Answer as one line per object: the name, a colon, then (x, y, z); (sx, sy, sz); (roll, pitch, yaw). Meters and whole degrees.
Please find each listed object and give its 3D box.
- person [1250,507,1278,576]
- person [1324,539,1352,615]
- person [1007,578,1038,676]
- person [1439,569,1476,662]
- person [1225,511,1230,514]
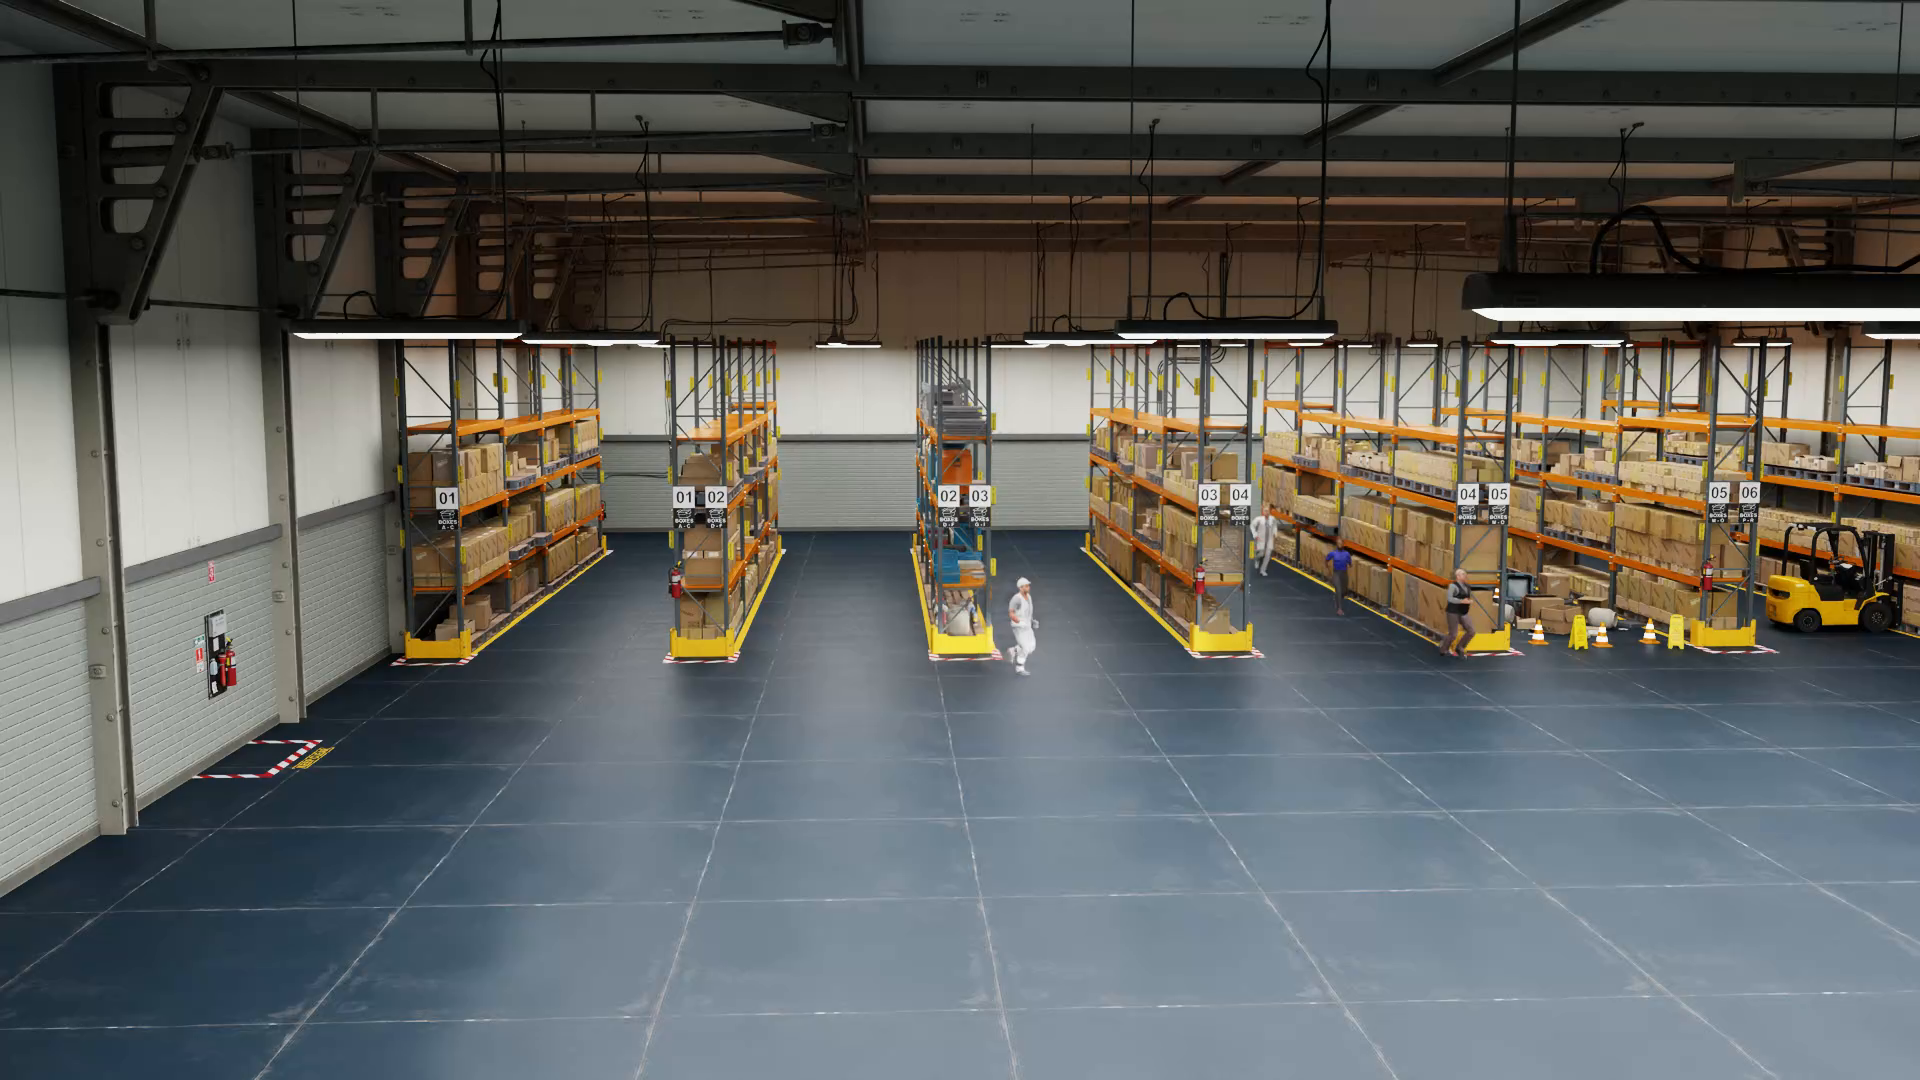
person: (7.817, 0.020, 42.718); (0.736, 1.745, 0.722); (-1, 7, -10)
person: (8.274, 0.790, 36.305); (0.588, 1.624, 0.823); (-1, 7, -6)
person: (1.057, 1.527, 29.469); (0.639, 1.729, 0.650); (4, 8, 33)
person: (9.239, 1.393, 30.766); (0.657, 1.731, 0.717); (-4, 8, -34)
person: (7.473, -0.301, 45.876); (0.636, 1.673, 0.589); (1, 7, 7)
